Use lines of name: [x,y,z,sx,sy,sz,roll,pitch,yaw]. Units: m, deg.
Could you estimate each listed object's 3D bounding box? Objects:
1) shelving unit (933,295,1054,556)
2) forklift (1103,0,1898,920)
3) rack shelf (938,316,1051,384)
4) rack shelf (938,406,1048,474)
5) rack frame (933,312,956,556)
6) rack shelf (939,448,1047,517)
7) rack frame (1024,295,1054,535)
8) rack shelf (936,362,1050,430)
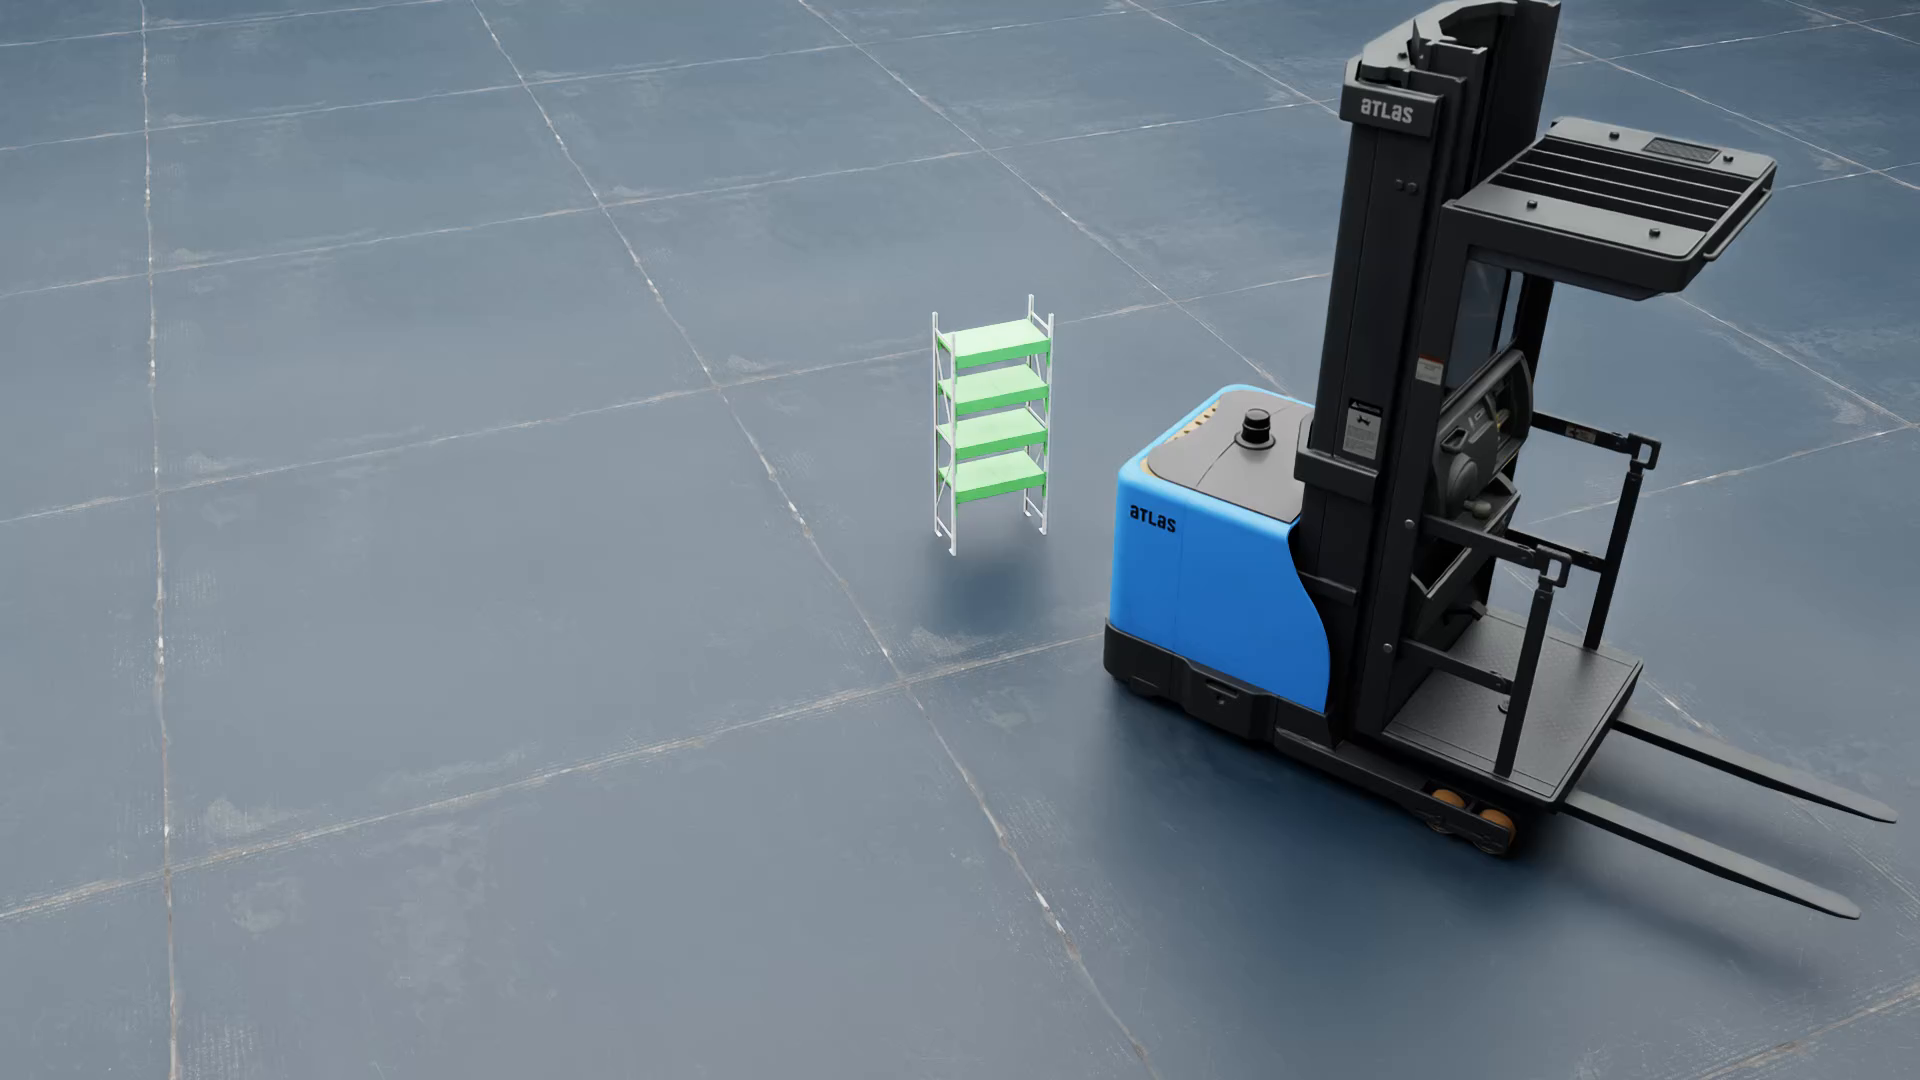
shelving unit: [0.153,-0.538,7.976,0.503,1.200,0.258,-13,35,-19]
forklift: [2.115,-0.353,6.105,3.031,2.935,1.130,22,39,30]
rack shelf: [0.153,-0.887,7.750,0.480,0.148,0.258,-13,35,-19]
rack shelf: [0.153,-0.484,8.011,0.480,0.148,0.258,-13,35,-19]
rack frame: [-0.072,-0.486,7.897,0.015,1.200,0.240,-13,35,-19]
rack shelf: [0.153,-0.283,8.142,0.480,0.148,0.258,-13,35,-19]
rack frame: [0.378,-0.589,8.056,0.015,1.200,0.240,-13,35,-19]
rack shelf: [0.153,-0.685,7.880,0.480,0.148,0.258,-13,35,-19]
